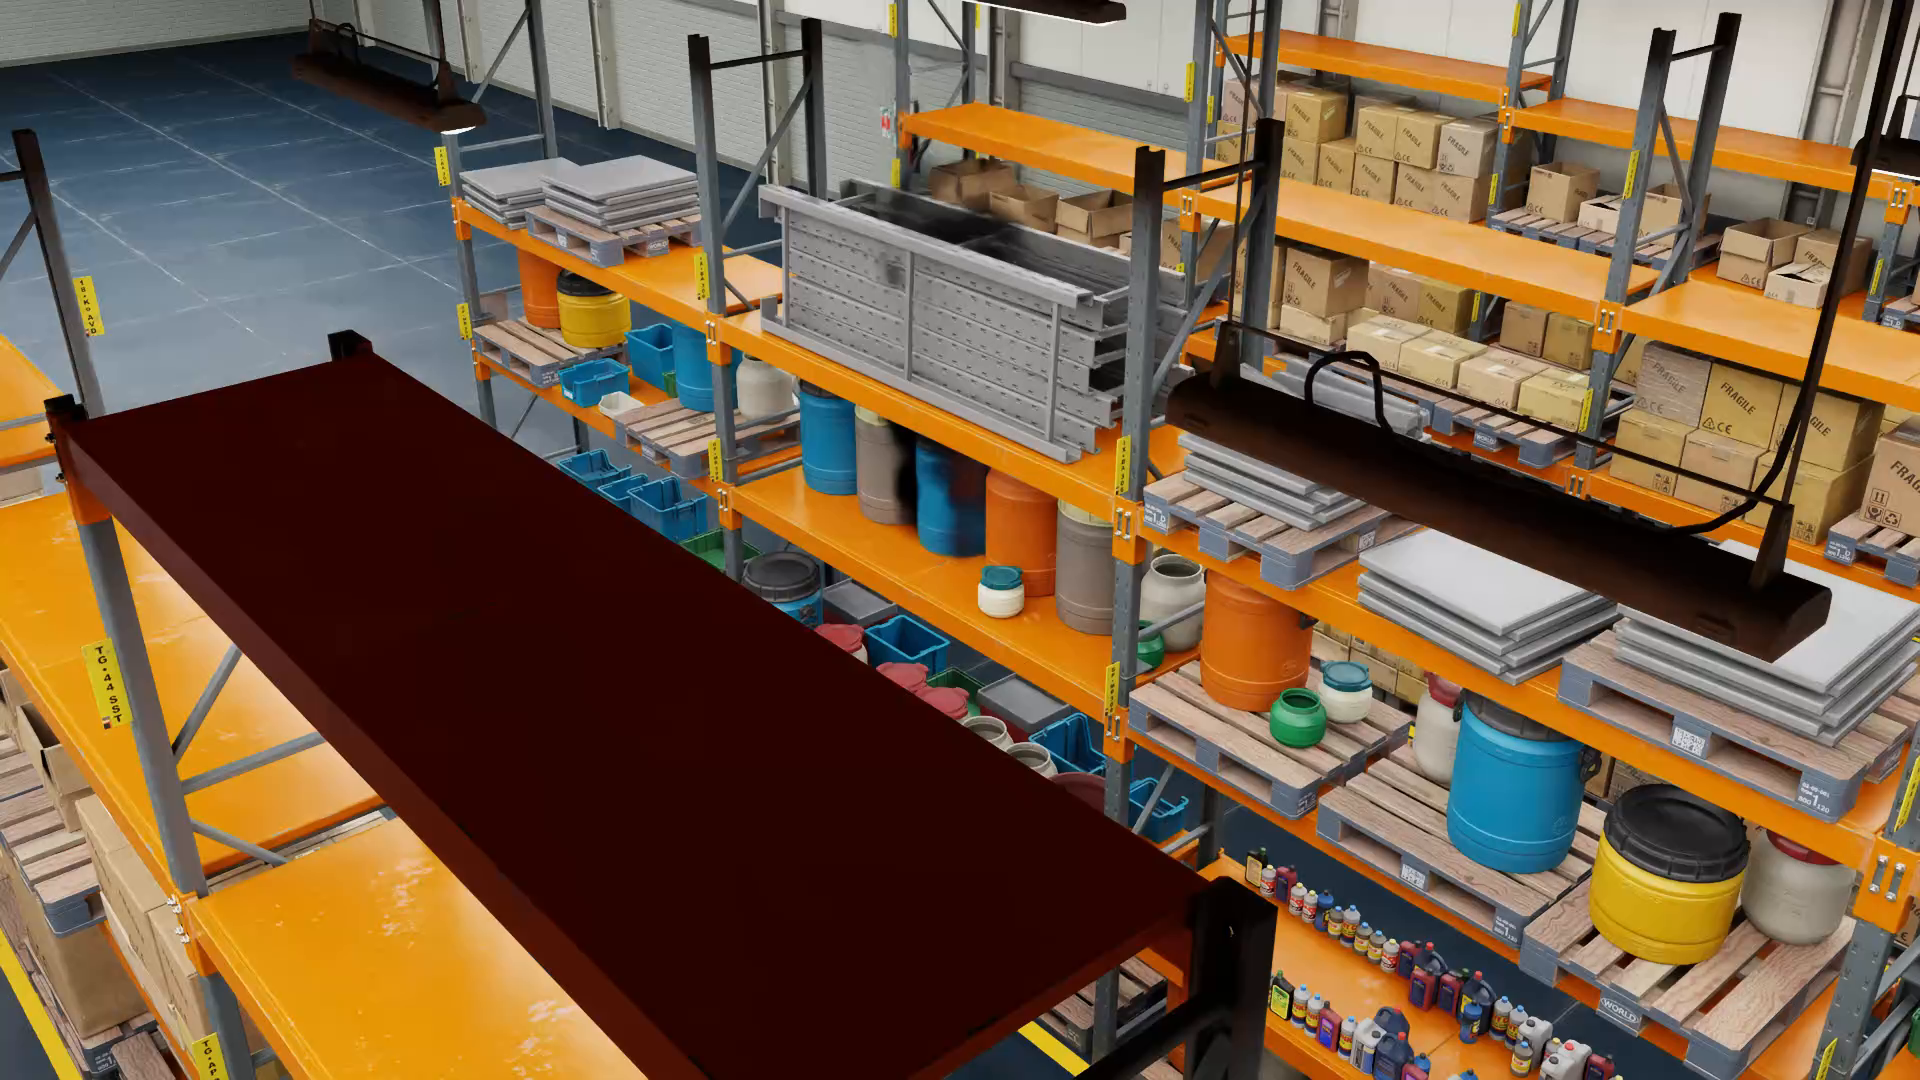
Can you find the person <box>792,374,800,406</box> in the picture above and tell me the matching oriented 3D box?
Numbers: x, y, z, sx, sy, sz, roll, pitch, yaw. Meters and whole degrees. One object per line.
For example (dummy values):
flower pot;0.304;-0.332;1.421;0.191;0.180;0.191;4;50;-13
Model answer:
person;-1.998;-2.138;19.834;0.680;1.785;0.682;-3;27;-6
